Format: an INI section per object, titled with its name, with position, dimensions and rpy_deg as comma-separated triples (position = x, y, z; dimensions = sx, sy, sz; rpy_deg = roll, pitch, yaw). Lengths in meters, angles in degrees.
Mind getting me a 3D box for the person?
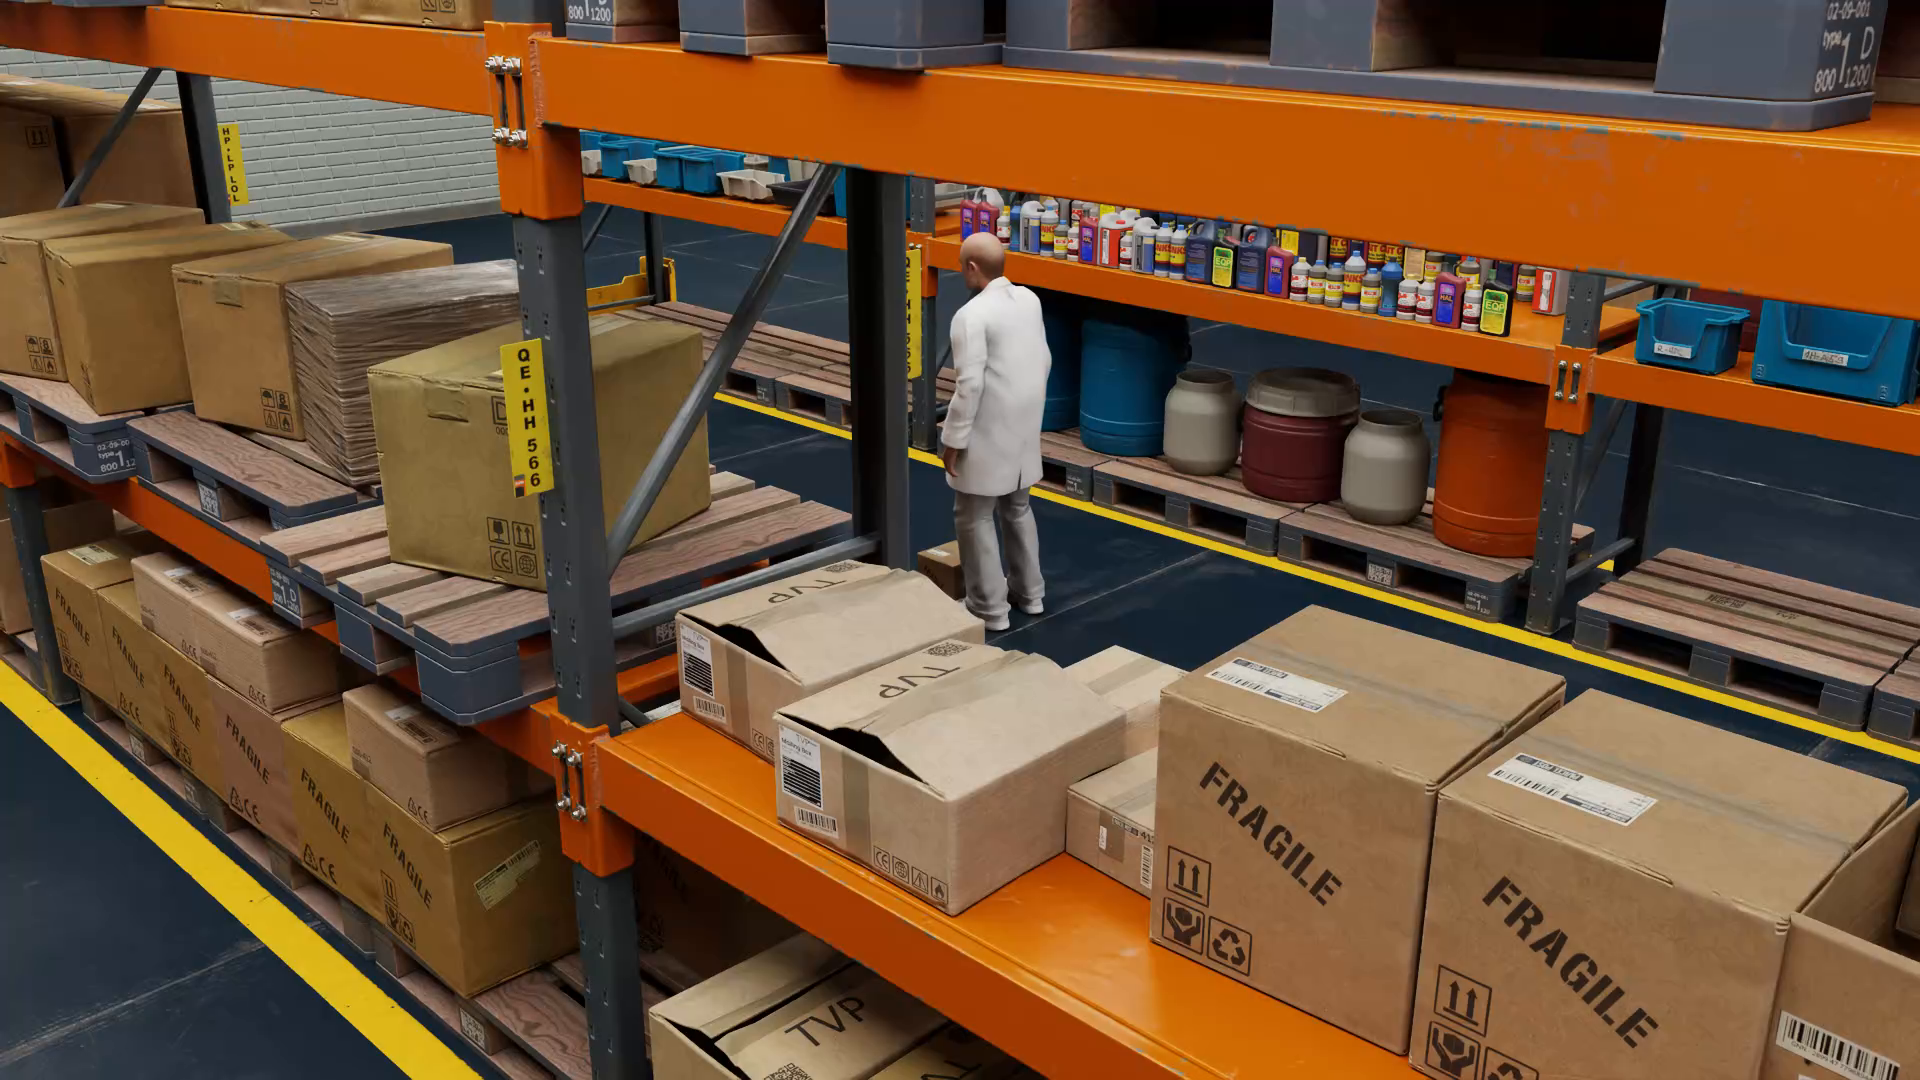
[person]
position = 0.148, -0.476, 7.388
dimensions = 0.426, 1.773, 0.652
rpy_deg = 17, 26, 38
